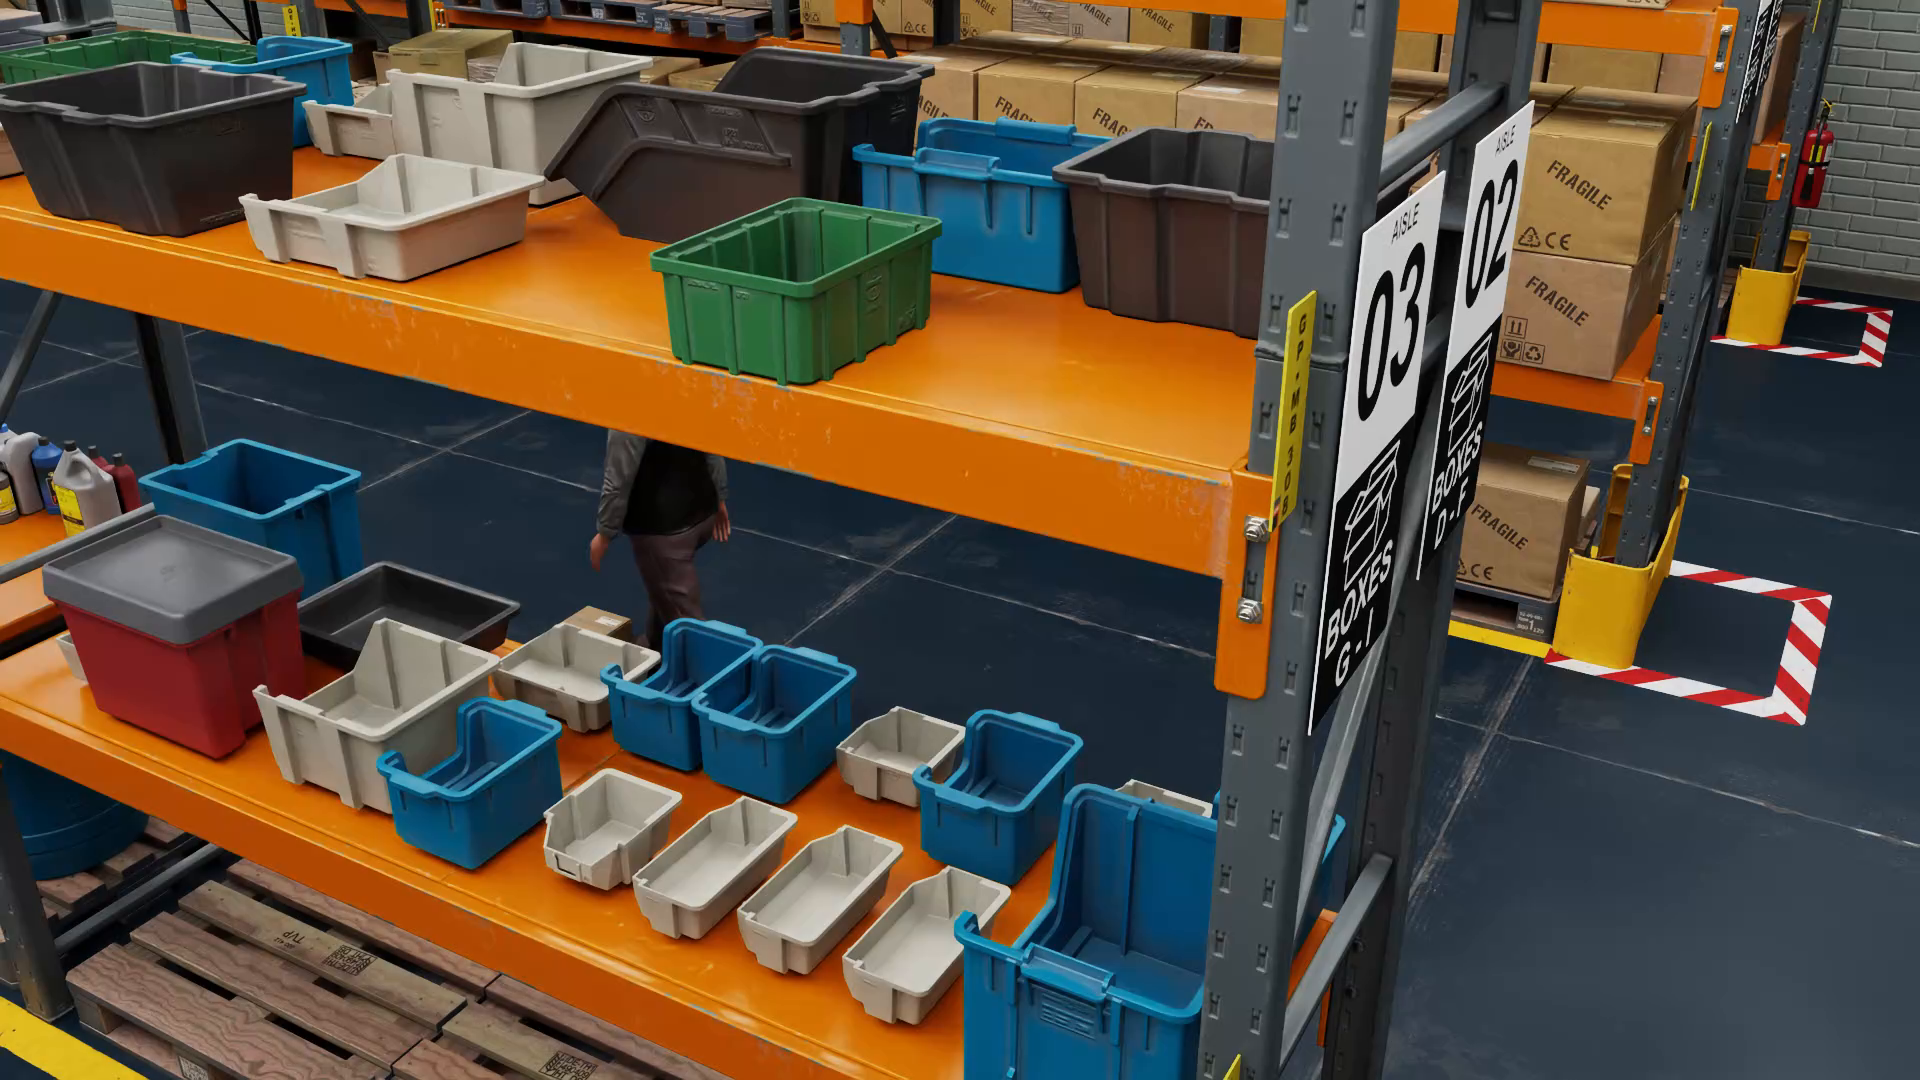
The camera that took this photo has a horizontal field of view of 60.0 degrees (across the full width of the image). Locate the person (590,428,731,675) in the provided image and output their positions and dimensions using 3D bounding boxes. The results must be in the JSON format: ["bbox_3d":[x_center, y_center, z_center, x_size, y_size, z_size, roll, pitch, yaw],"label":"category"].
[{"bbox_3d":[-1.221,-0.052,6.767,0.927,1.691,0.640,11,28,21],"label":"person"}]
